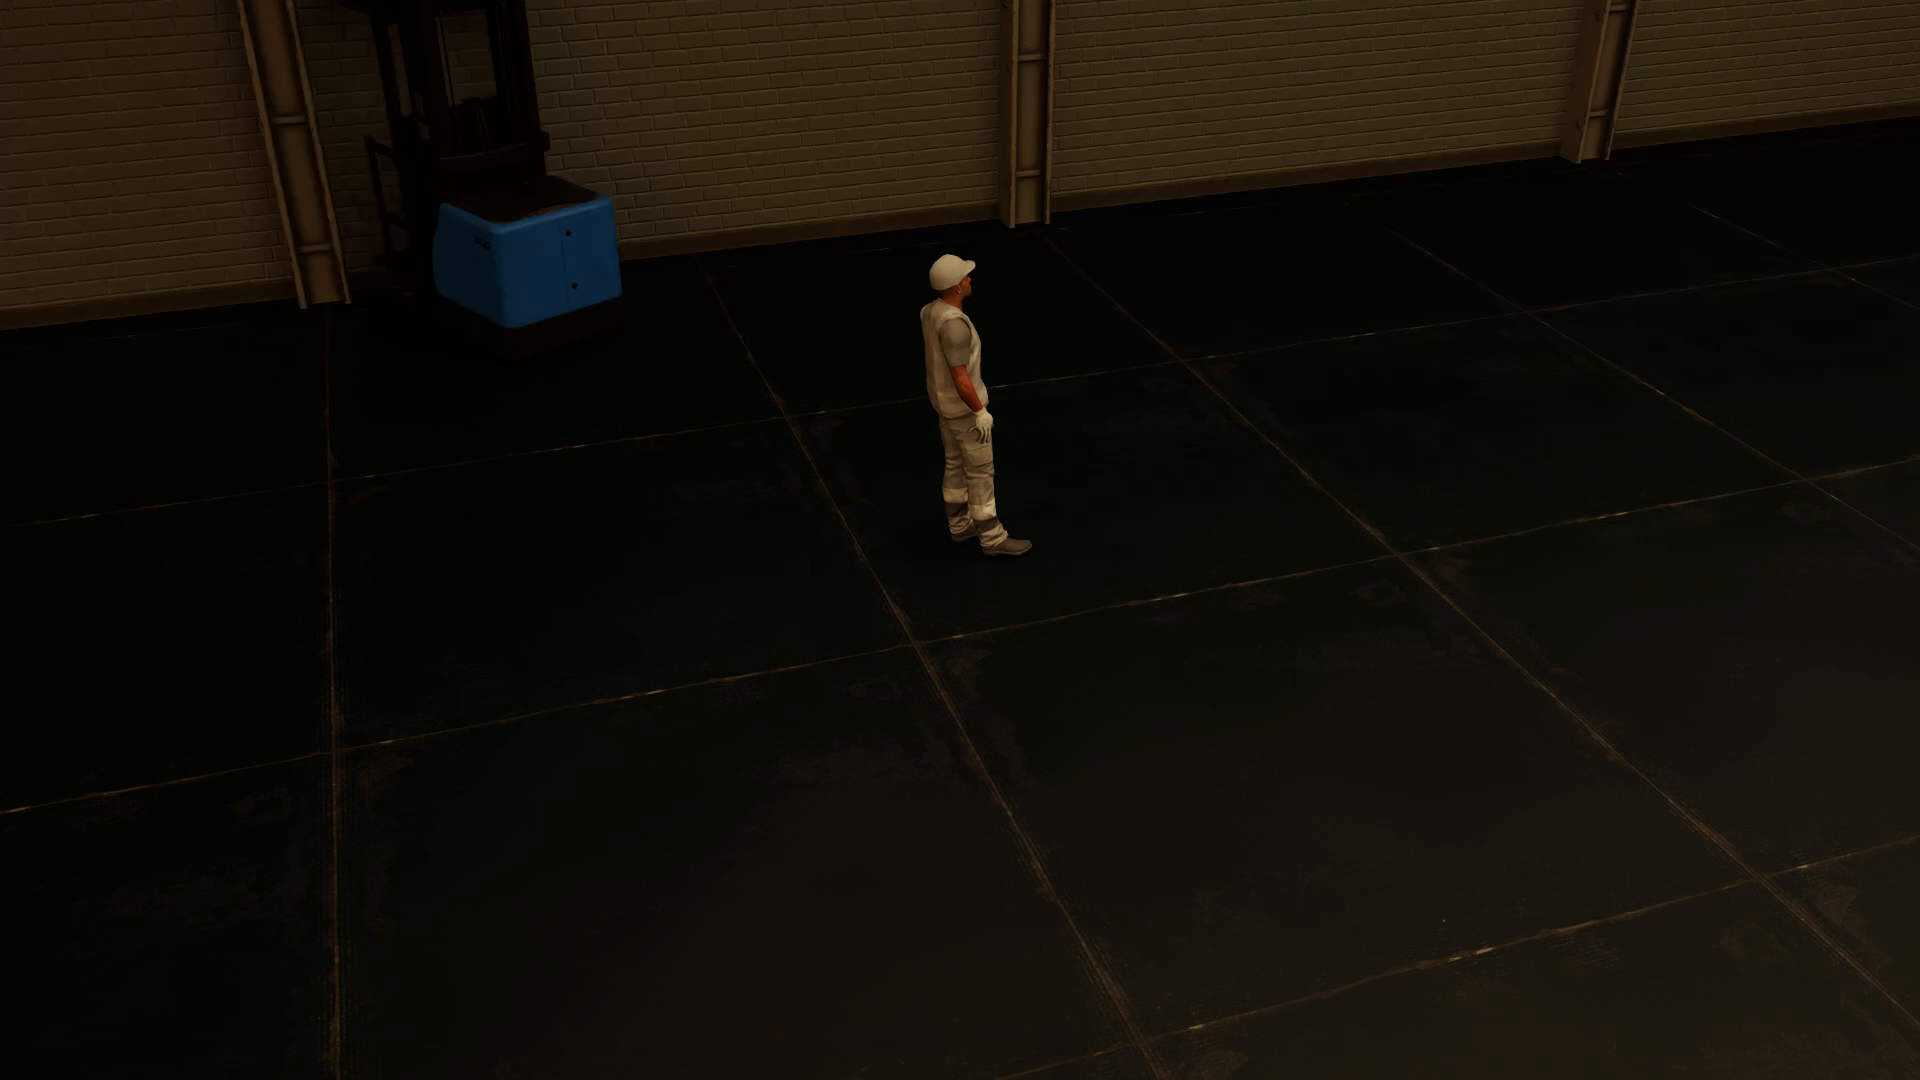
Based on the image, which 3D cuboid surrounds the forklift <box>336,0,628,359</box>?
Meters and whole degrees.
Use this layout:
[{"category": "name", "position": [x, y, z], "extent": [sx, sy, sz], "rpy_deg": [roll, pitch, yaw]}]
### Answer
[{"category": "forklift", "position": [-3.947, -3.230, 12.700], "extent": [1.130, 2.935, 3.031], "rpy_deg": [-26, 39, -37]}]

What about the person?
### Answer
[{"category": "person", "position": [0.080, -0.789, 9.589], "extent": [0.562, 1.790, 0.637], "rpy_deg": [-10, 31, -16]}]
